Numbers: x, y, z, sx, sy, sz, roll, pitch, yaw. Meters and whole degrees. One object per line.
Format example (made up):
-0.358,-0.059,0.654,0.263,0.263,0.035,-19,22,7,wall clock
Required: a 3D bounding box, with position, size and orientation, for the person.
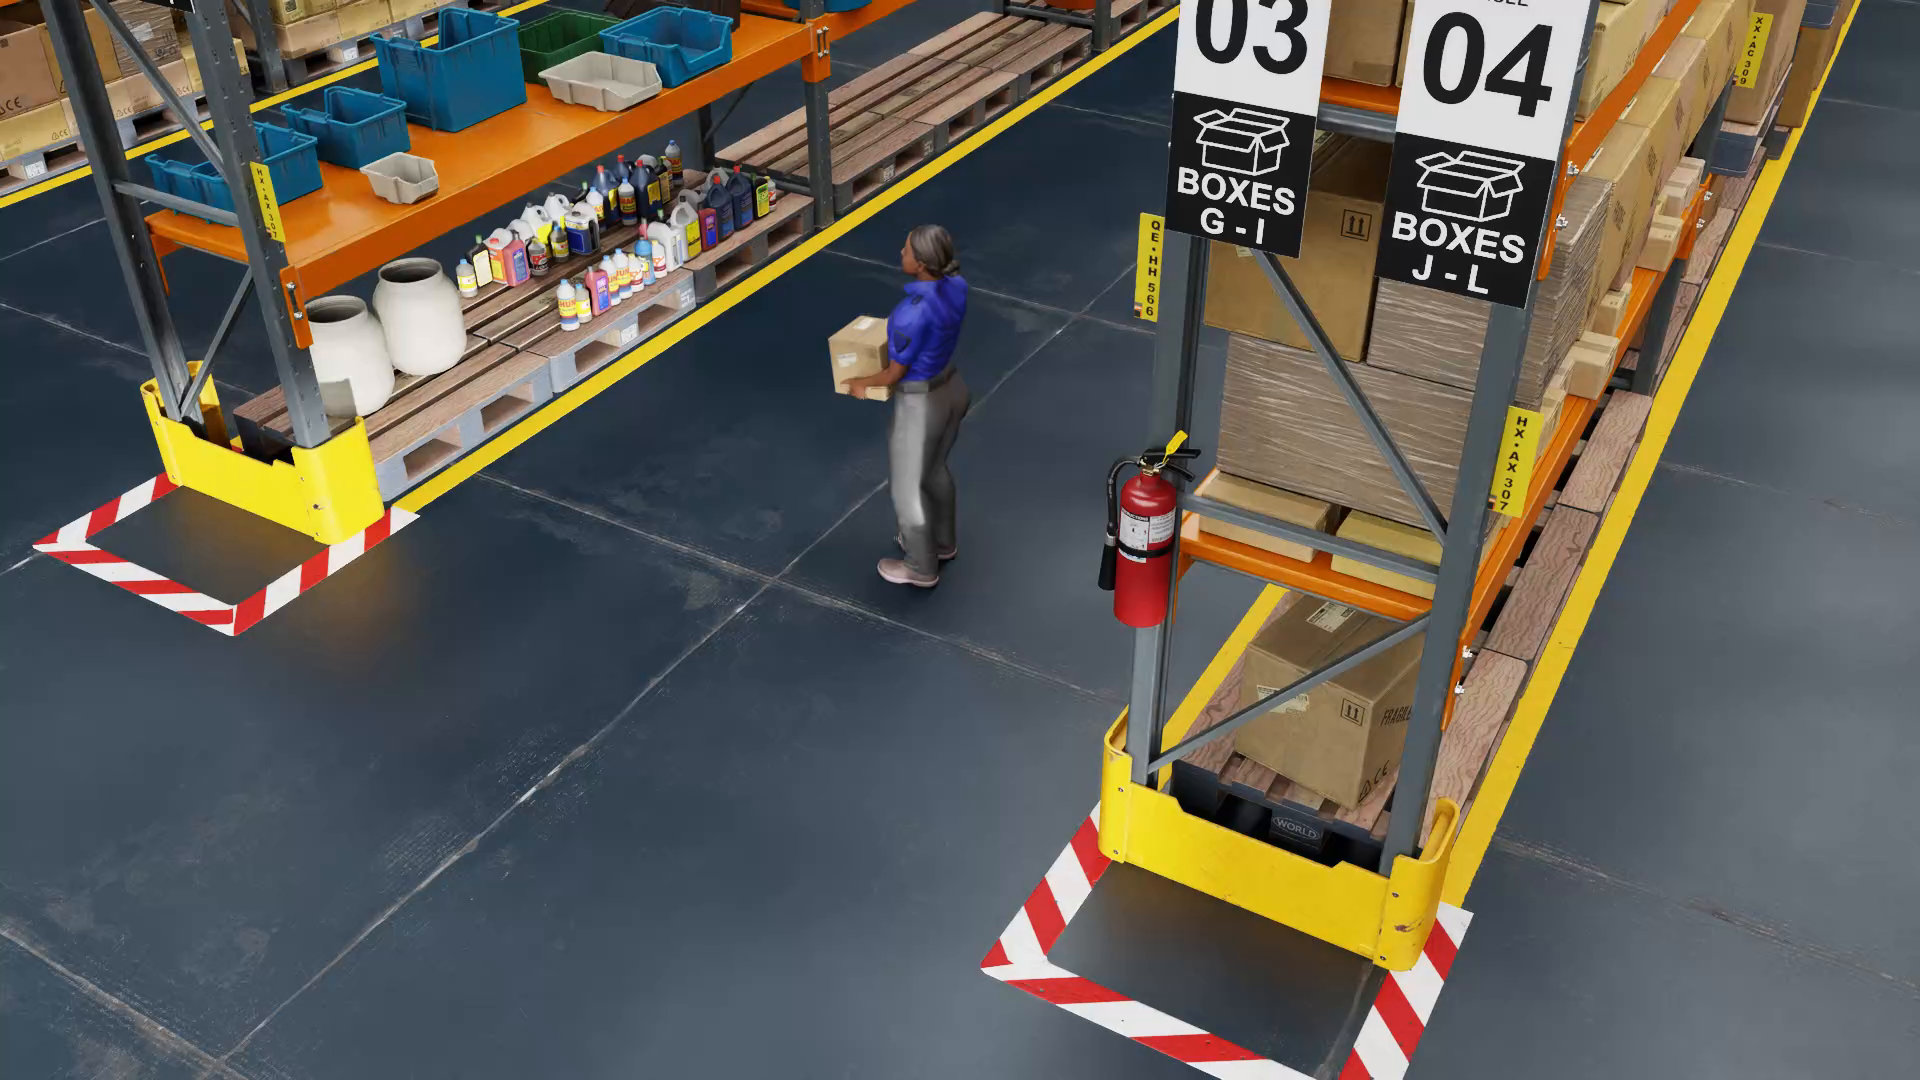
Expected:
-0.219,-0.583,7.002,0.500,1.653,0.460,18,38,24,person
